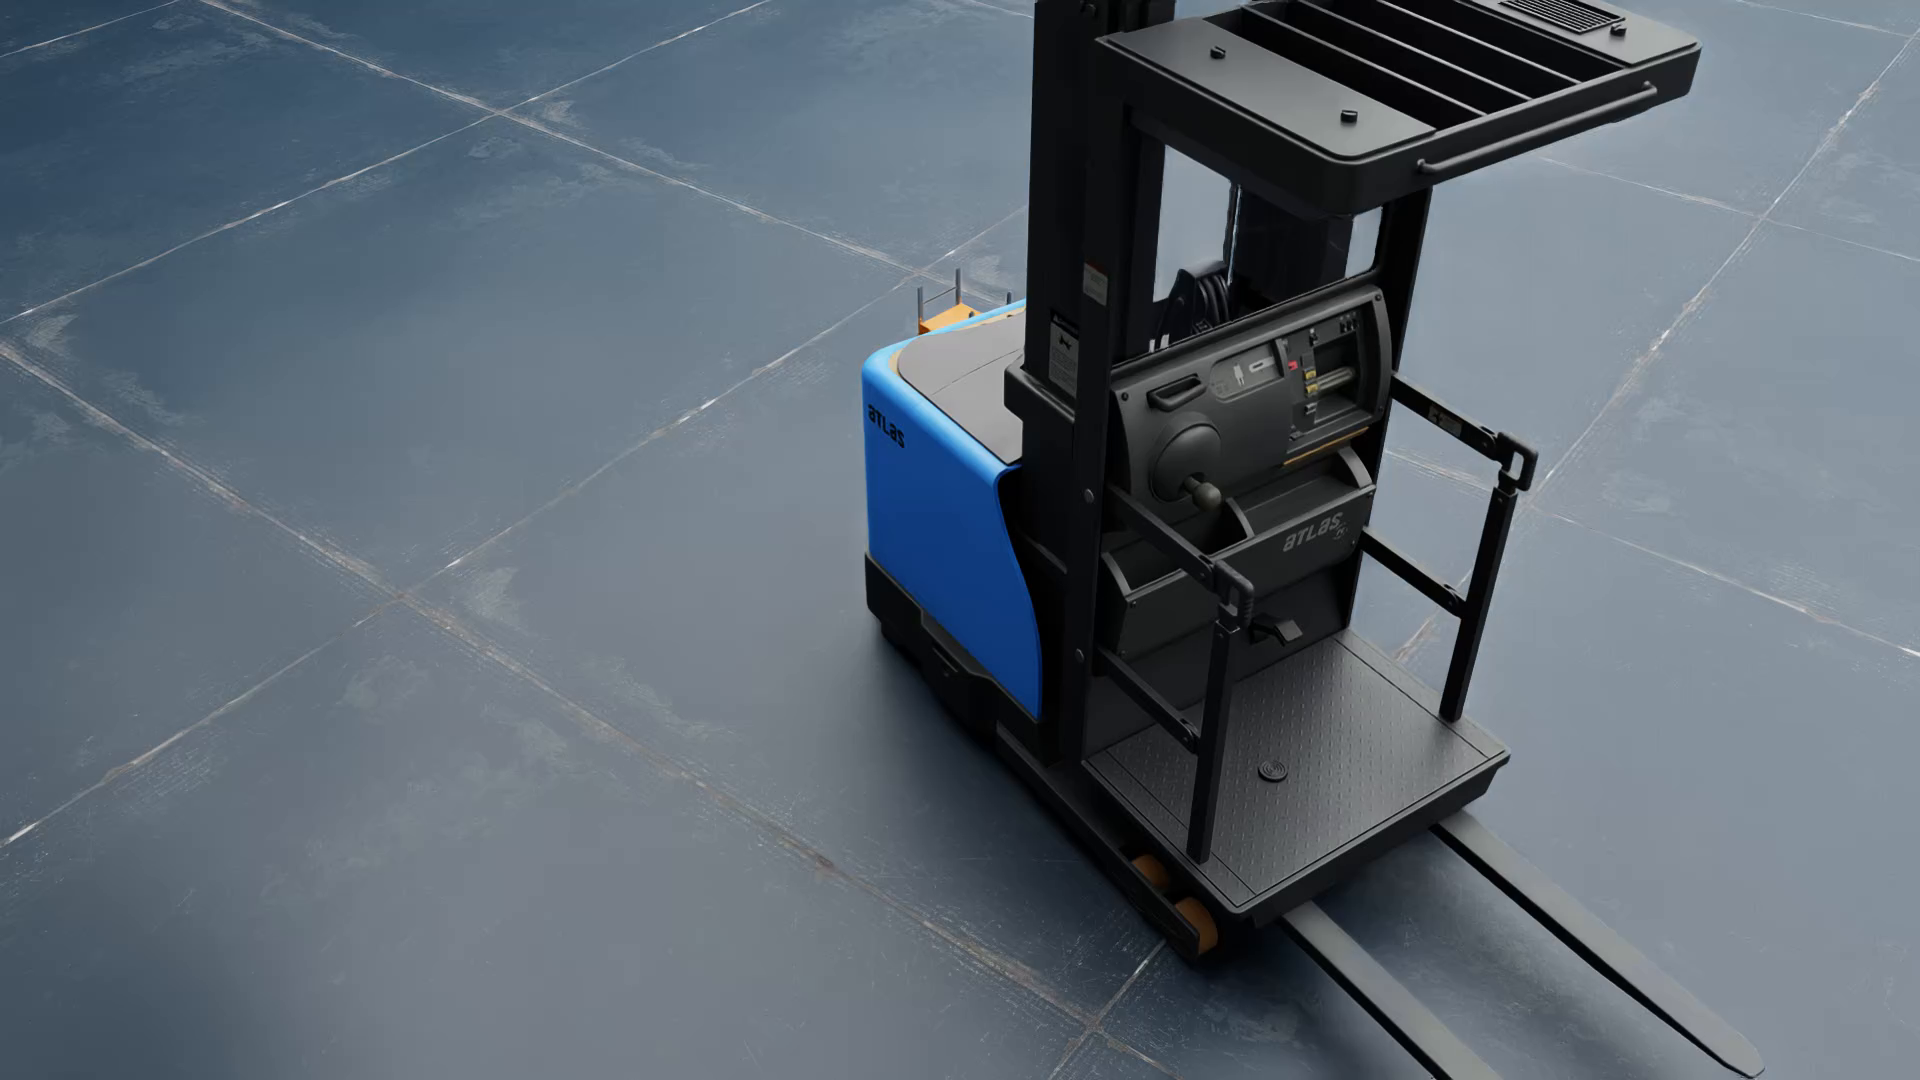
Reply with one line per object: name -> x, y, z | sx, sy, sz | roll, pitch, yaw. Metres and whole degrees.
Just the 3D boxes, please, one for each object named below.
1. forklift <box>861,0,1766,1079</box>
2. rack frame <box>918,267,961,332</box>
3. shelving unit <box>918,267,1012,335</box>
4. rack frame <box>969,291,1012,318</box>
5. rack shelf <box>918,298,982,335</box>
forklift -> 0.911, -0.308, 4.266 | 1.130, 2.935, 3.031 | -23, 43, -26
rack frame -> -0.071, -0.488, 6.022 | 0.008, 1.050, 0.200 | 32, 48, 34
shelving unit -> 0.016, -0.435, 5.954 | 0.252, 1.050, 0.215 | 32, 48, 34
rack frame -> 0.102, -0.382, 5.886 | 0.008, 1.050, 0.200 | 32, 48, 34
rack shelf -> 0.016, -0.650, 5.786 | 0.240, 0.259, 0.215 | 32, 48, 34
